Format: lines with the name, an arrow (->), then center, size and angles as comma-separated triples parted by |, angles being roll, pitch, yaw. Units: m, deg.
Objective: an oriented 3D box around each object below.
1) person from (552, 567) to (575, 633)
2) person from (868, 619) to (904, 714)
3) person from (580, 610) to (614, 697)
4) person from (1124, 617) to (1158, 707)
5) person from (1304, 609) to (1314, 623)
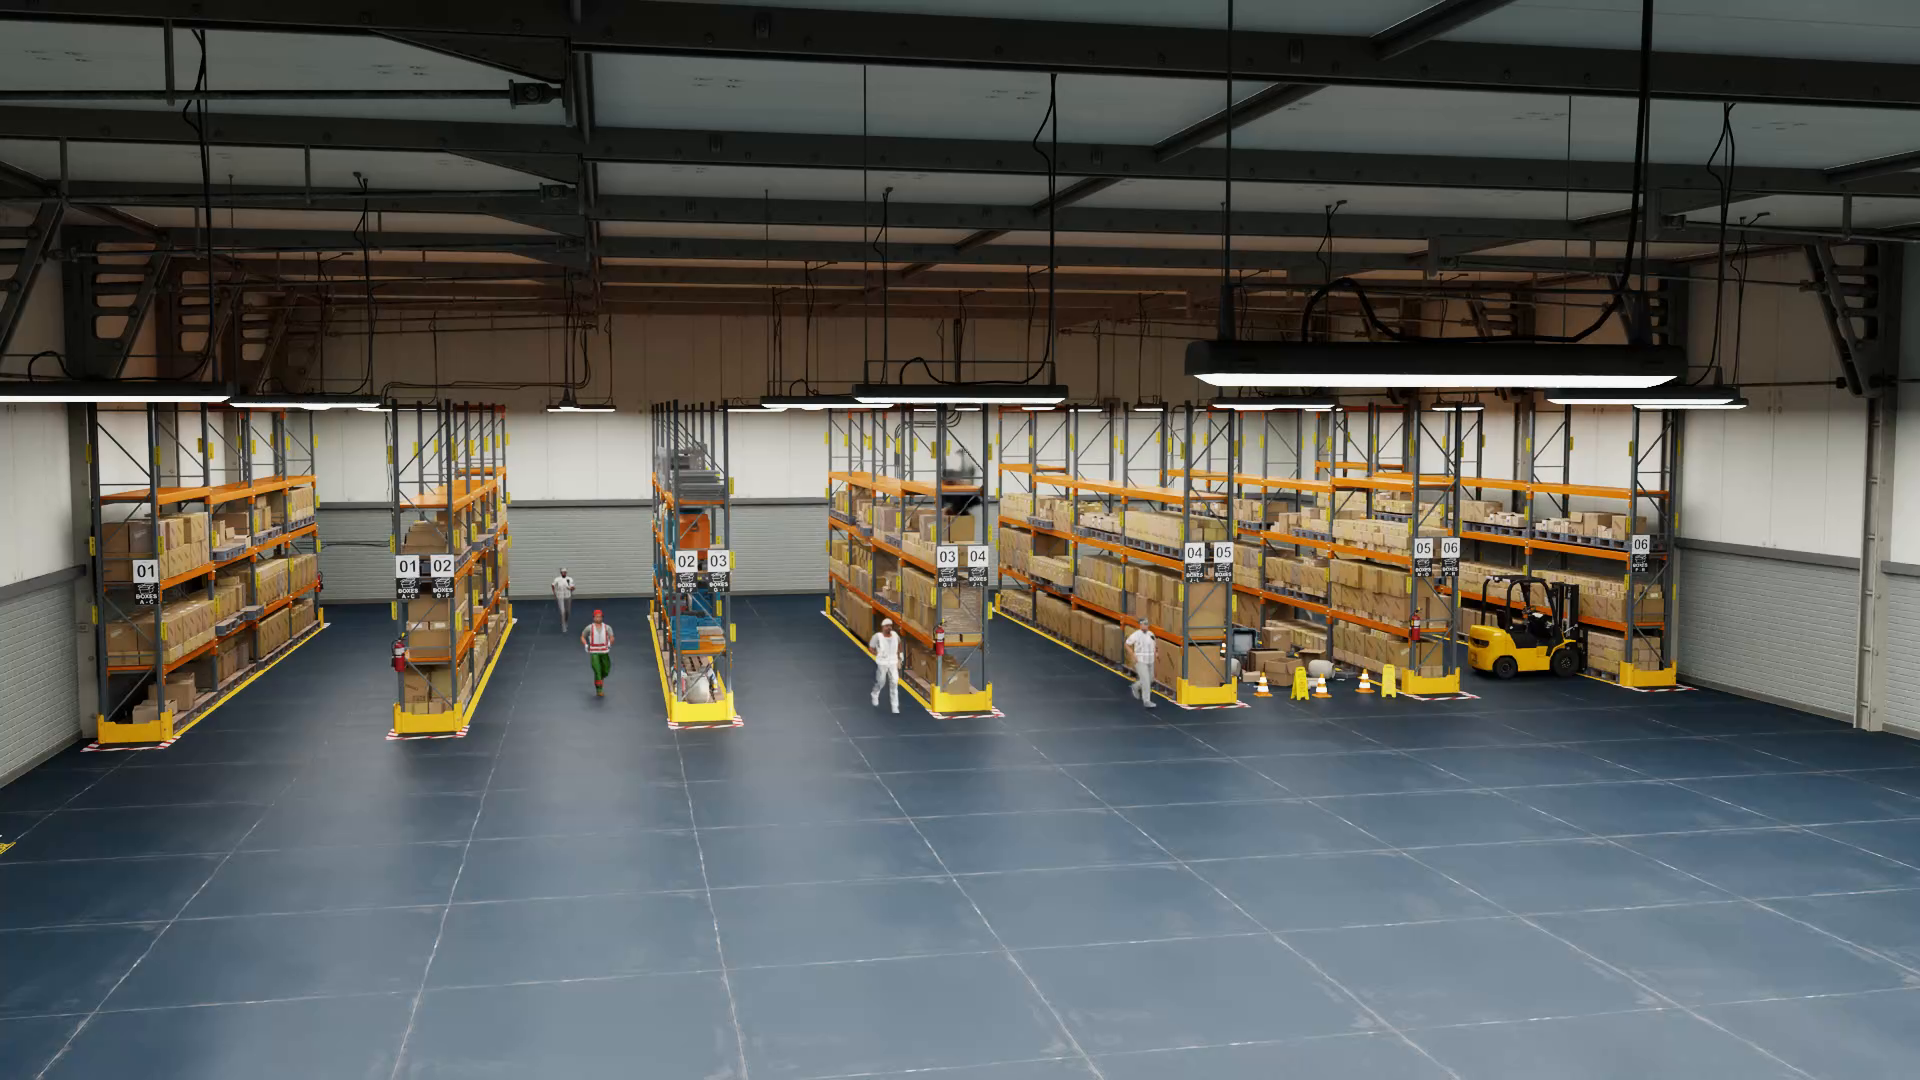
person -> -10.459, 1.547, 43.934 | 0.571, 1.700, 0.909 | -2, 5, -24
person -> -1.417, 2.401, 32.086 | 0.739, 1.790, 0.955 | -2, 5, -21
person -> -7.374, 2.296, 33.901 | 0.663, 1.748, 0.780 | -2, 5, -24
person -> 3.592, 2.376, 32.688 | 0.689, 1.755, 0.866 | -3, 5, -33
person -> 9.264, 1.521, 44.321 | 0.598, 1.718, 0.861 | -1, 5, -18
